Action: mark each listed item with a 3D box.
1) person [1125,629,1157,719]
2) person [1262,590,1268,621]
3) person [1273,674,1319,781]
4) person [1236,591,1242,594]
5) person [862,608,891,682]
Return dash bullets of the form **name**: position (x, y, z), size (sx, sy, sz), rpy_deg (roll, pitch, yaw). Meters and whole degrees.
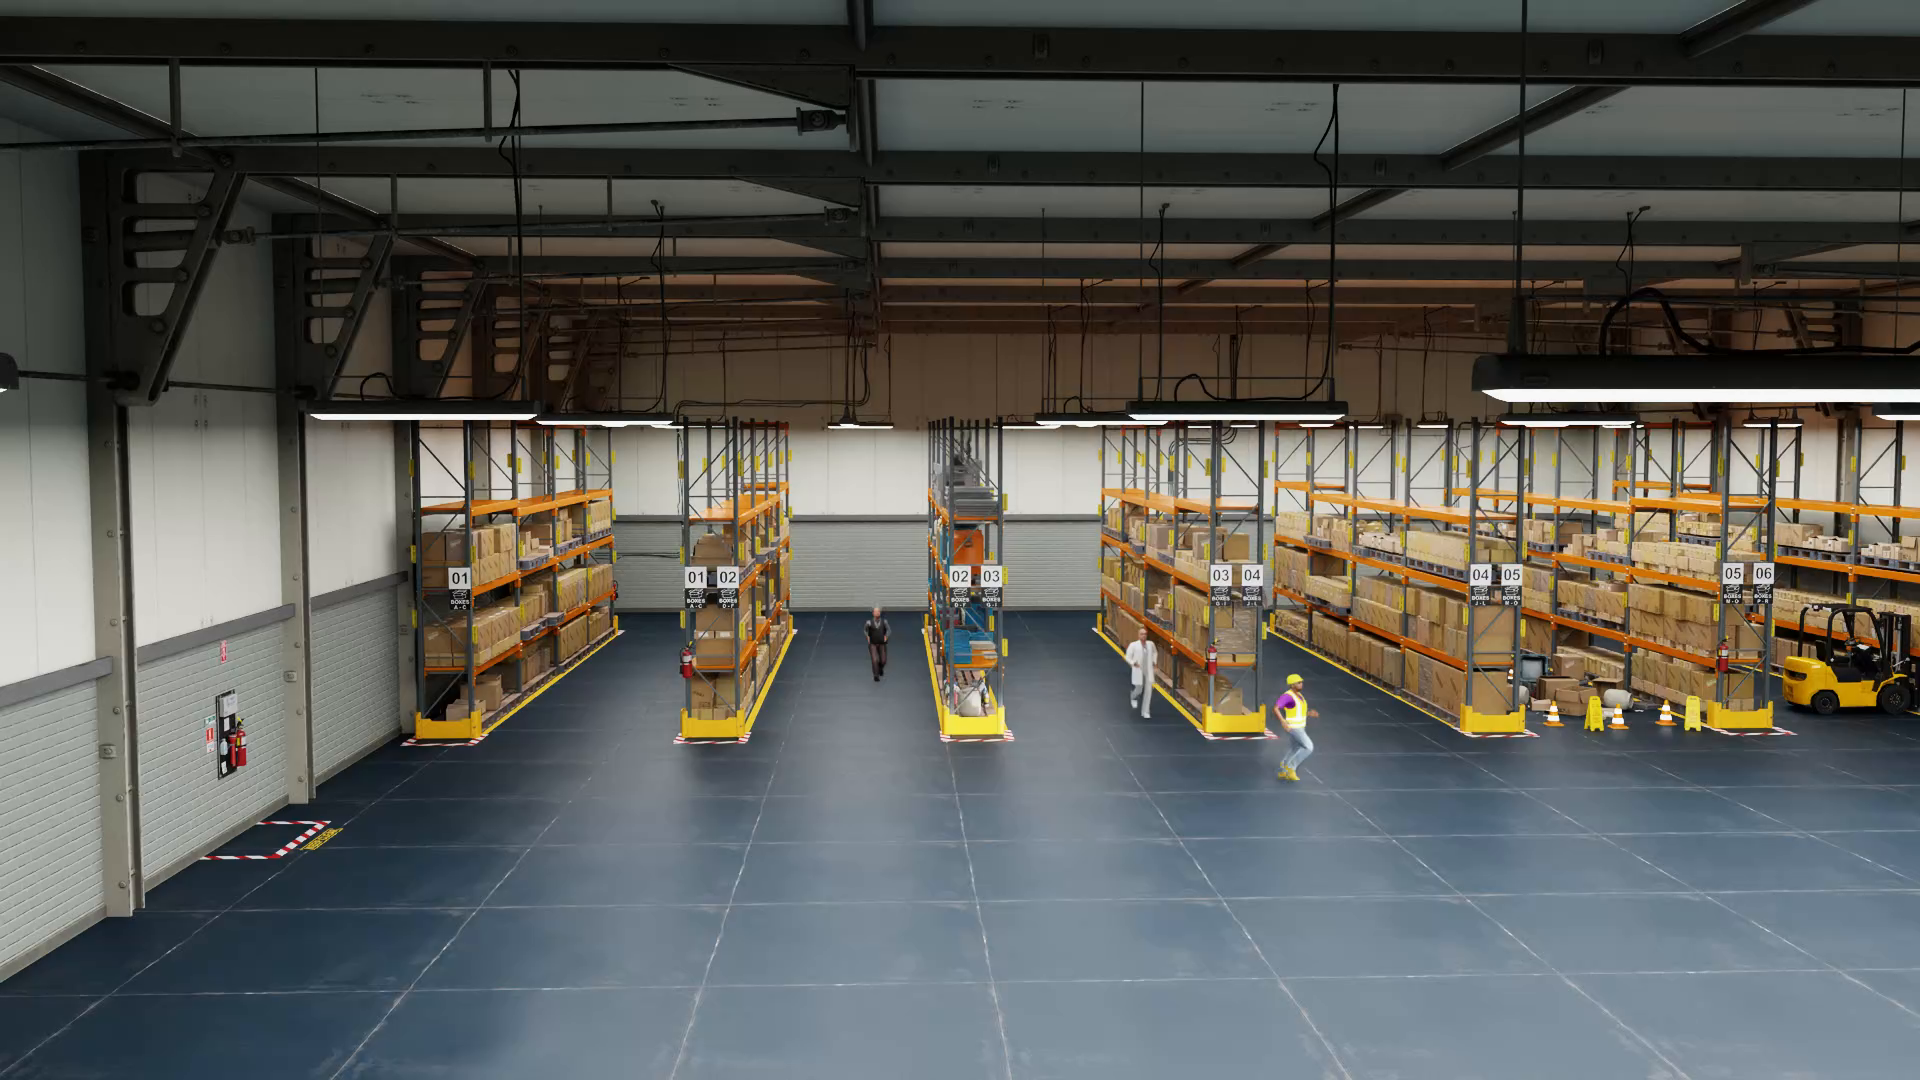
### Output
- **person**: position (3.669, 2.658, 33.418), size (0.709, 1.750, 0.945), rpy_deg (-1, 4, -10)
- **person**: position (7.915, 1.948, 44.658), size (0.712, 1.759, 0.744), rpy_deg (0, 4, -1)
- **person**: position (5.516, 3.064, 27.180), size (0.668, 1.734, 0.687), rpy_deg (2, 4, 26)
- **person**: position (7.913, 1.815, 47.970), size (0.670, 1.680, 0.573), rpy_deg (3, 5, 35)
- **person**: position (-1.909, 2.395, 38.179), size (0.659, 1.673, 0.614), rpy_deg (-1, 4, -9)
